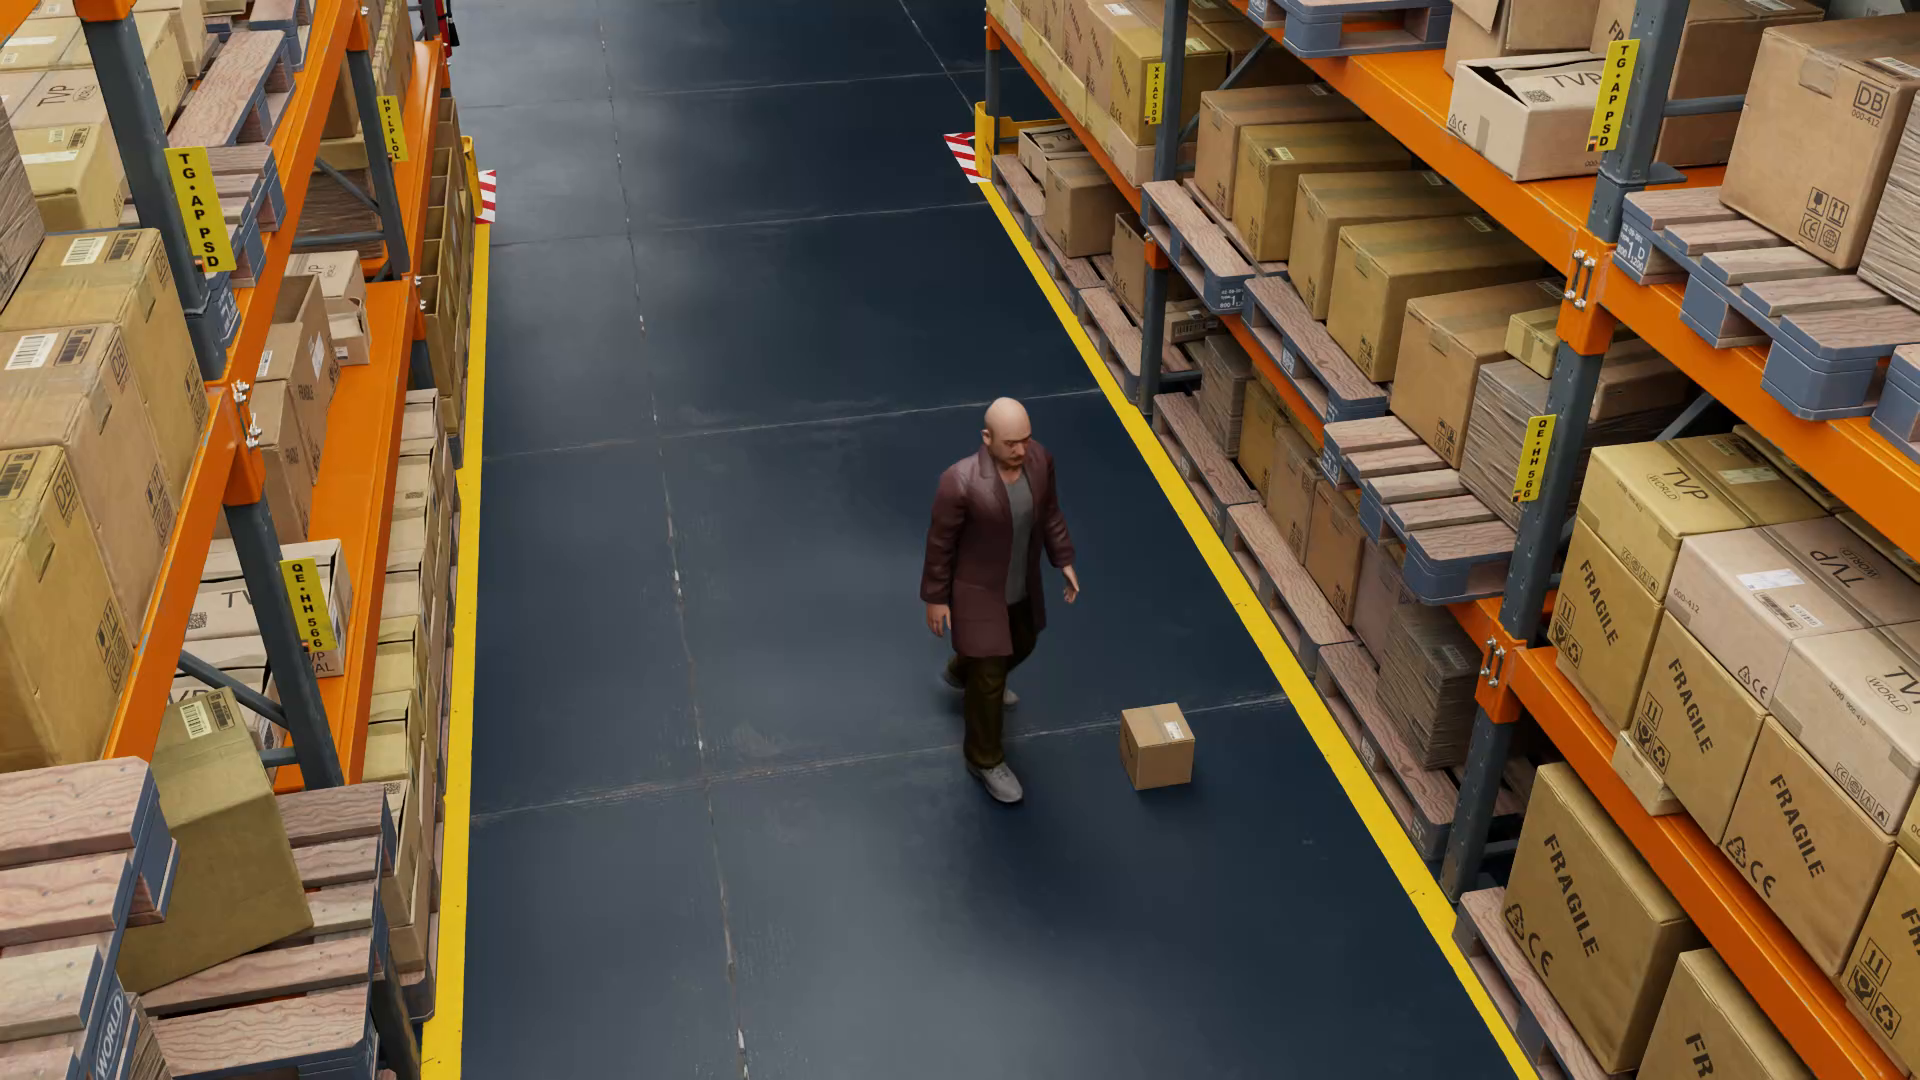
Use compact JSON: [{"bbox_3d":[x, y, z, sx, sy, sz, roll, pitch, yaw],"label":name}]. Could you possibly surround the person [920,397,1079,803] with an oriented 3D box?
[{"bbox_3d":[0.151,0.163,6.918,0.684,1.760,0.809,-23,40,-30],"label":"person"}]
